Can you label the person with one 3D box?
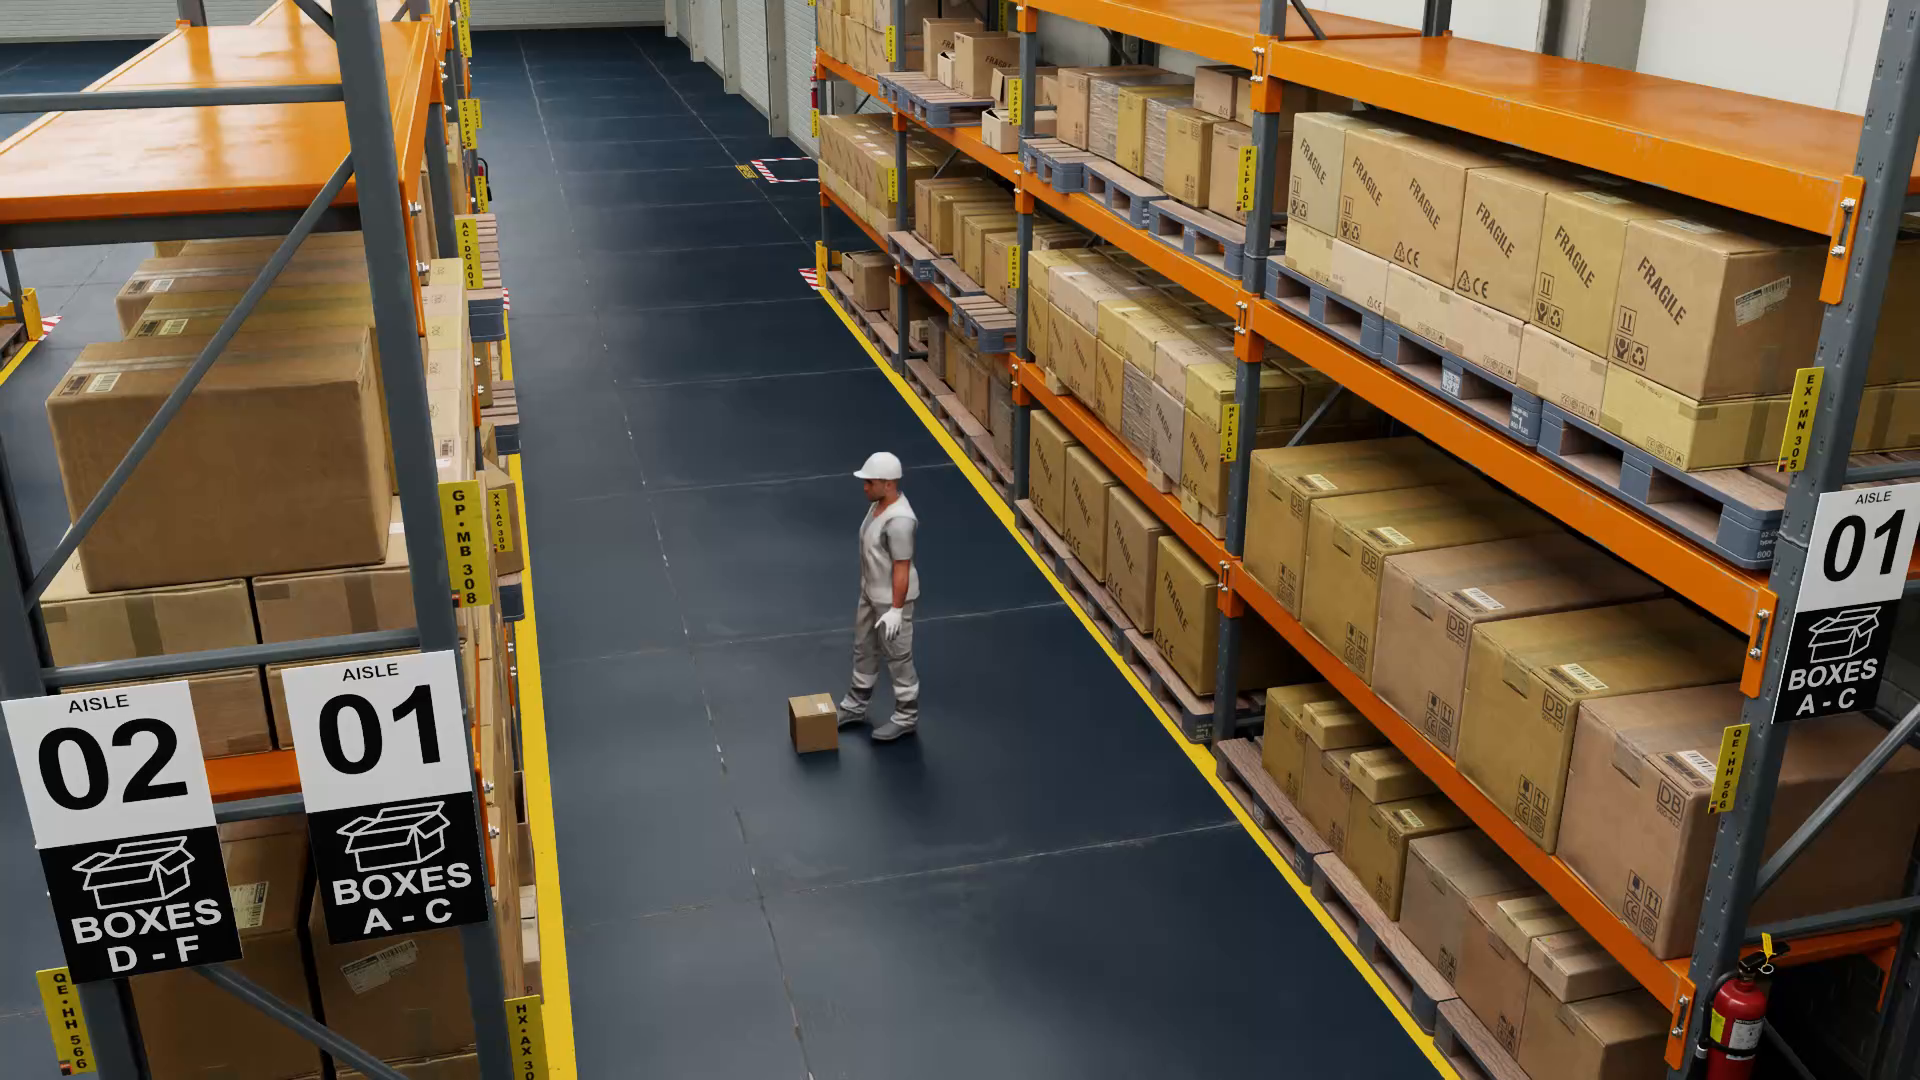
[{"bbox_3d":[-0.531,0.358,9.754,0.584,1.787,0.588,-8,24,-19],"label":"person"}]
